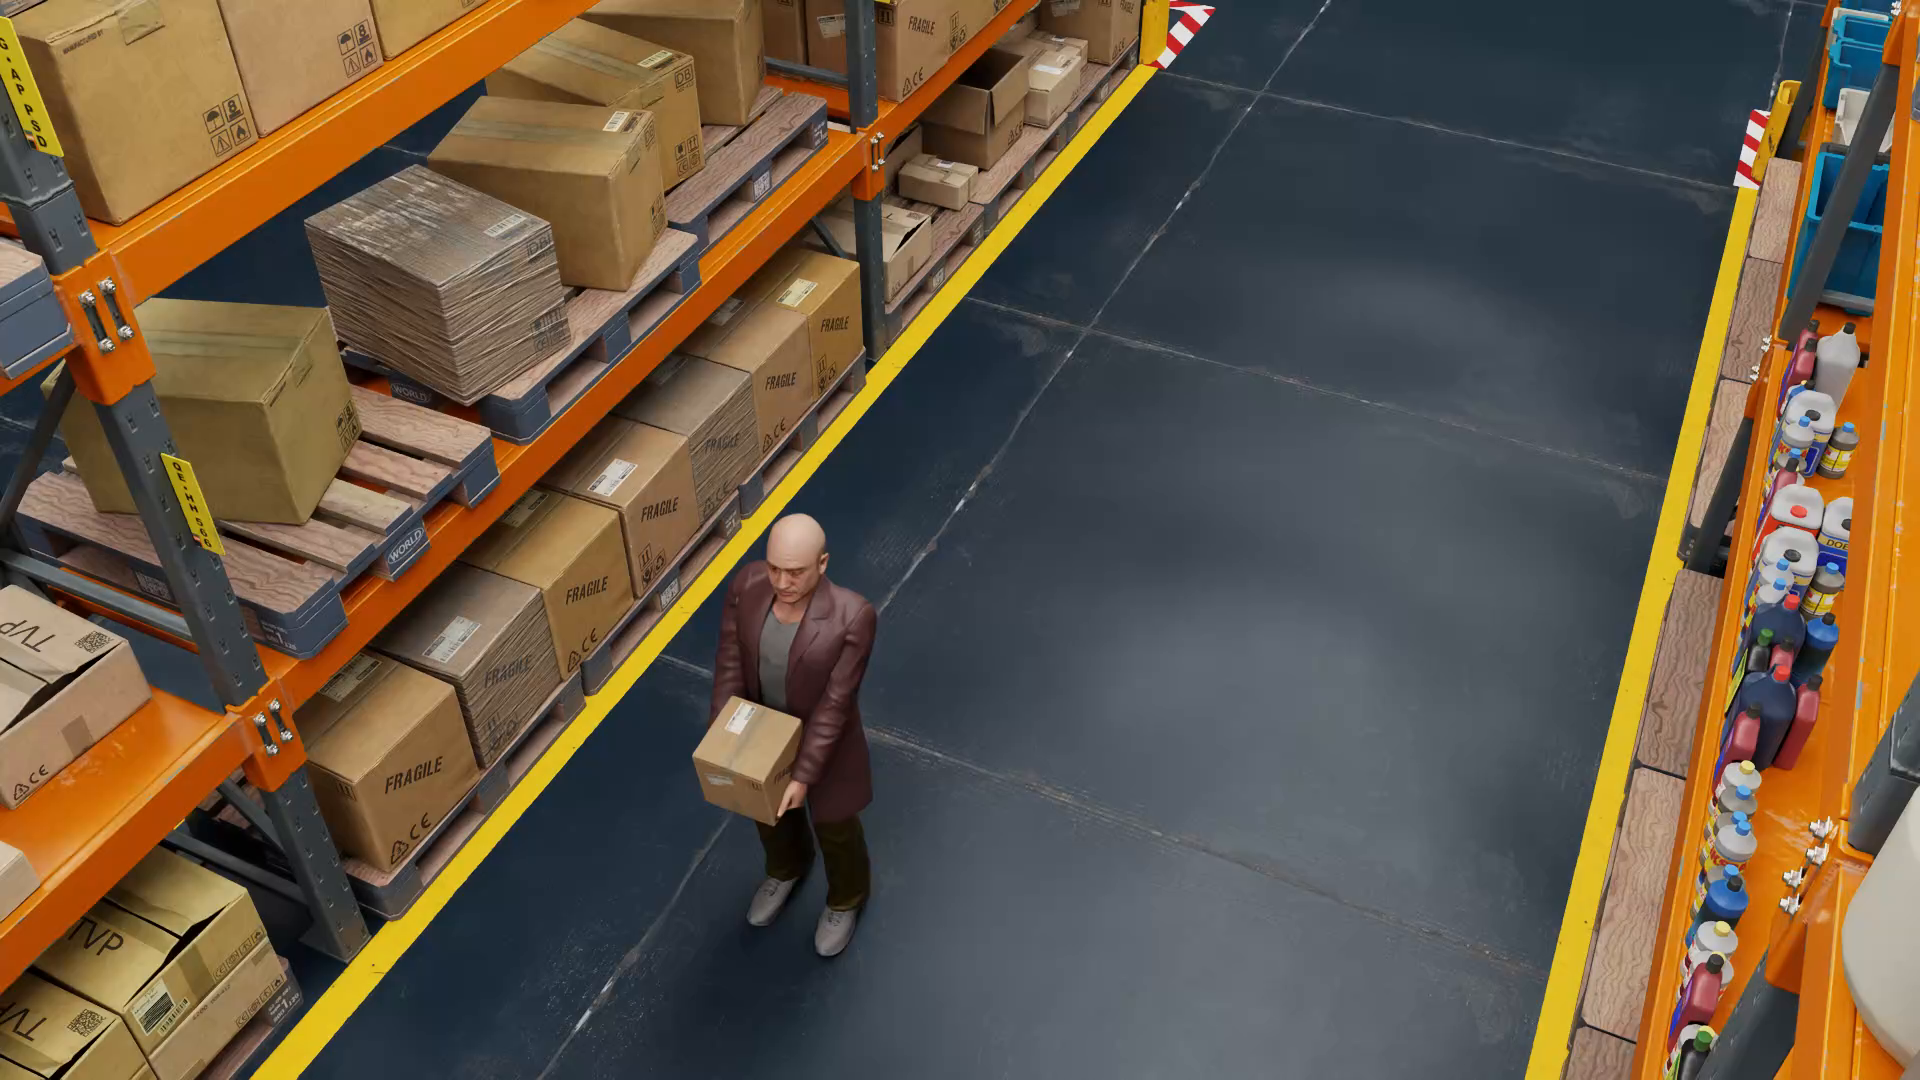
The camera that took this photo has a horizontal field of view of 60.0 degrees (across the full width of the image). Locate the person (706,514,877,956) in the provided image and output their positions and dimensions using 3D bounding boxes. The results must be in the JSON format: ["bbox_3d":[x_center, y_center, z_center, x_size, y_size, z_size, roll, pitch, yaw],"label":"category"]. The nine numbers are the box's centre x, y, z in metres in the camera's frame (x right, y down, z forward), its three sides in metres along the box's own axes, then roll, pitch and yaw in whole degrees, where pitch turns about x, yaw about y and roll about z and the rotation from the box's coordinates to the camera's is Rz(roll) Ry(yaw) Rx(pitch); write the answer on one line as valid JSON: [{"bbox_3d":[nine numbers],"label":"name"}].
[{"bbox_3d":[-0.559,0.699,5.381,0.525,1.779,0.545,17,44,18],"label":"person"}]
